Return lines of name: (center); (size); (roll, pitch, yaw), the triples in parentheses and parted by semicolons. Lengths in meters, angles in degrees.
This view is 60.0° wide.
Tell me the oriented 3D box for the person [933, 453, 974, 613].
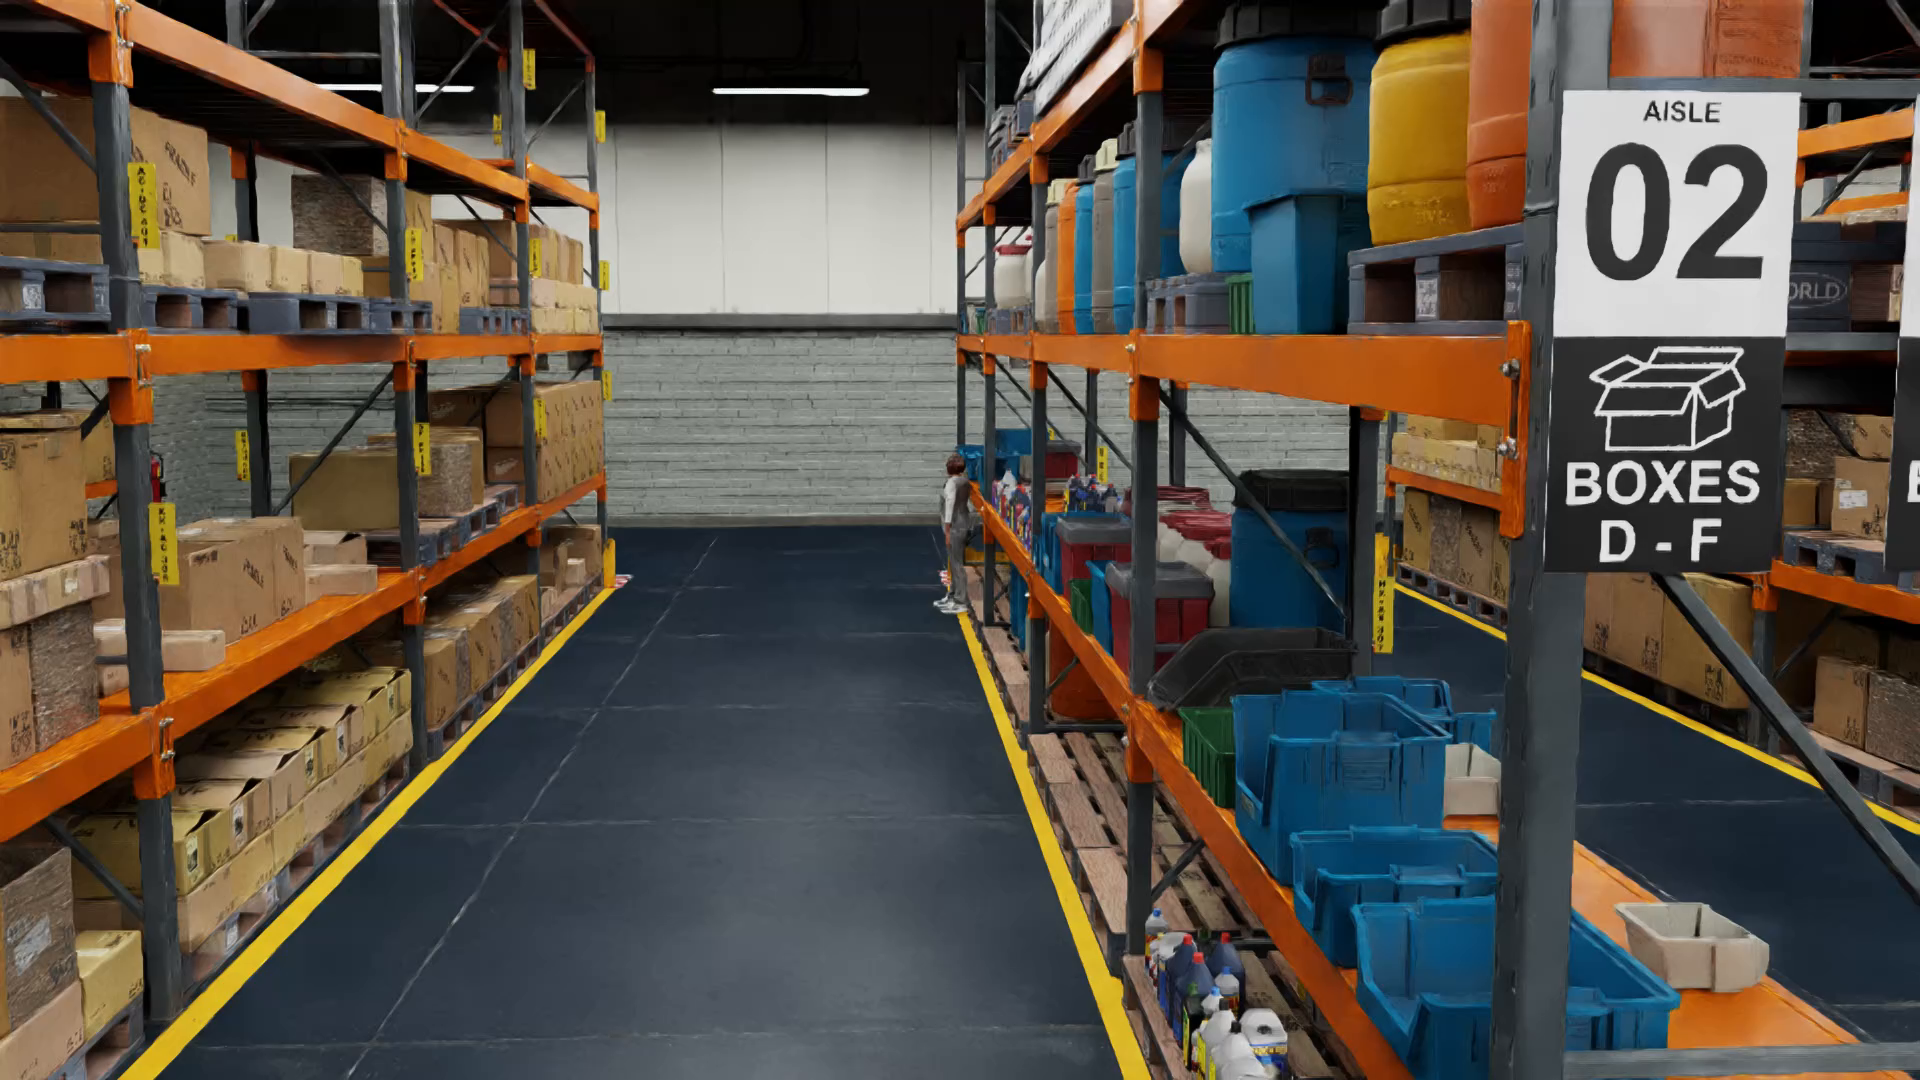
person: (-0.080, -0.079, 16.759); (0.455, 1.600, 0.450); (3, 8, 24)
